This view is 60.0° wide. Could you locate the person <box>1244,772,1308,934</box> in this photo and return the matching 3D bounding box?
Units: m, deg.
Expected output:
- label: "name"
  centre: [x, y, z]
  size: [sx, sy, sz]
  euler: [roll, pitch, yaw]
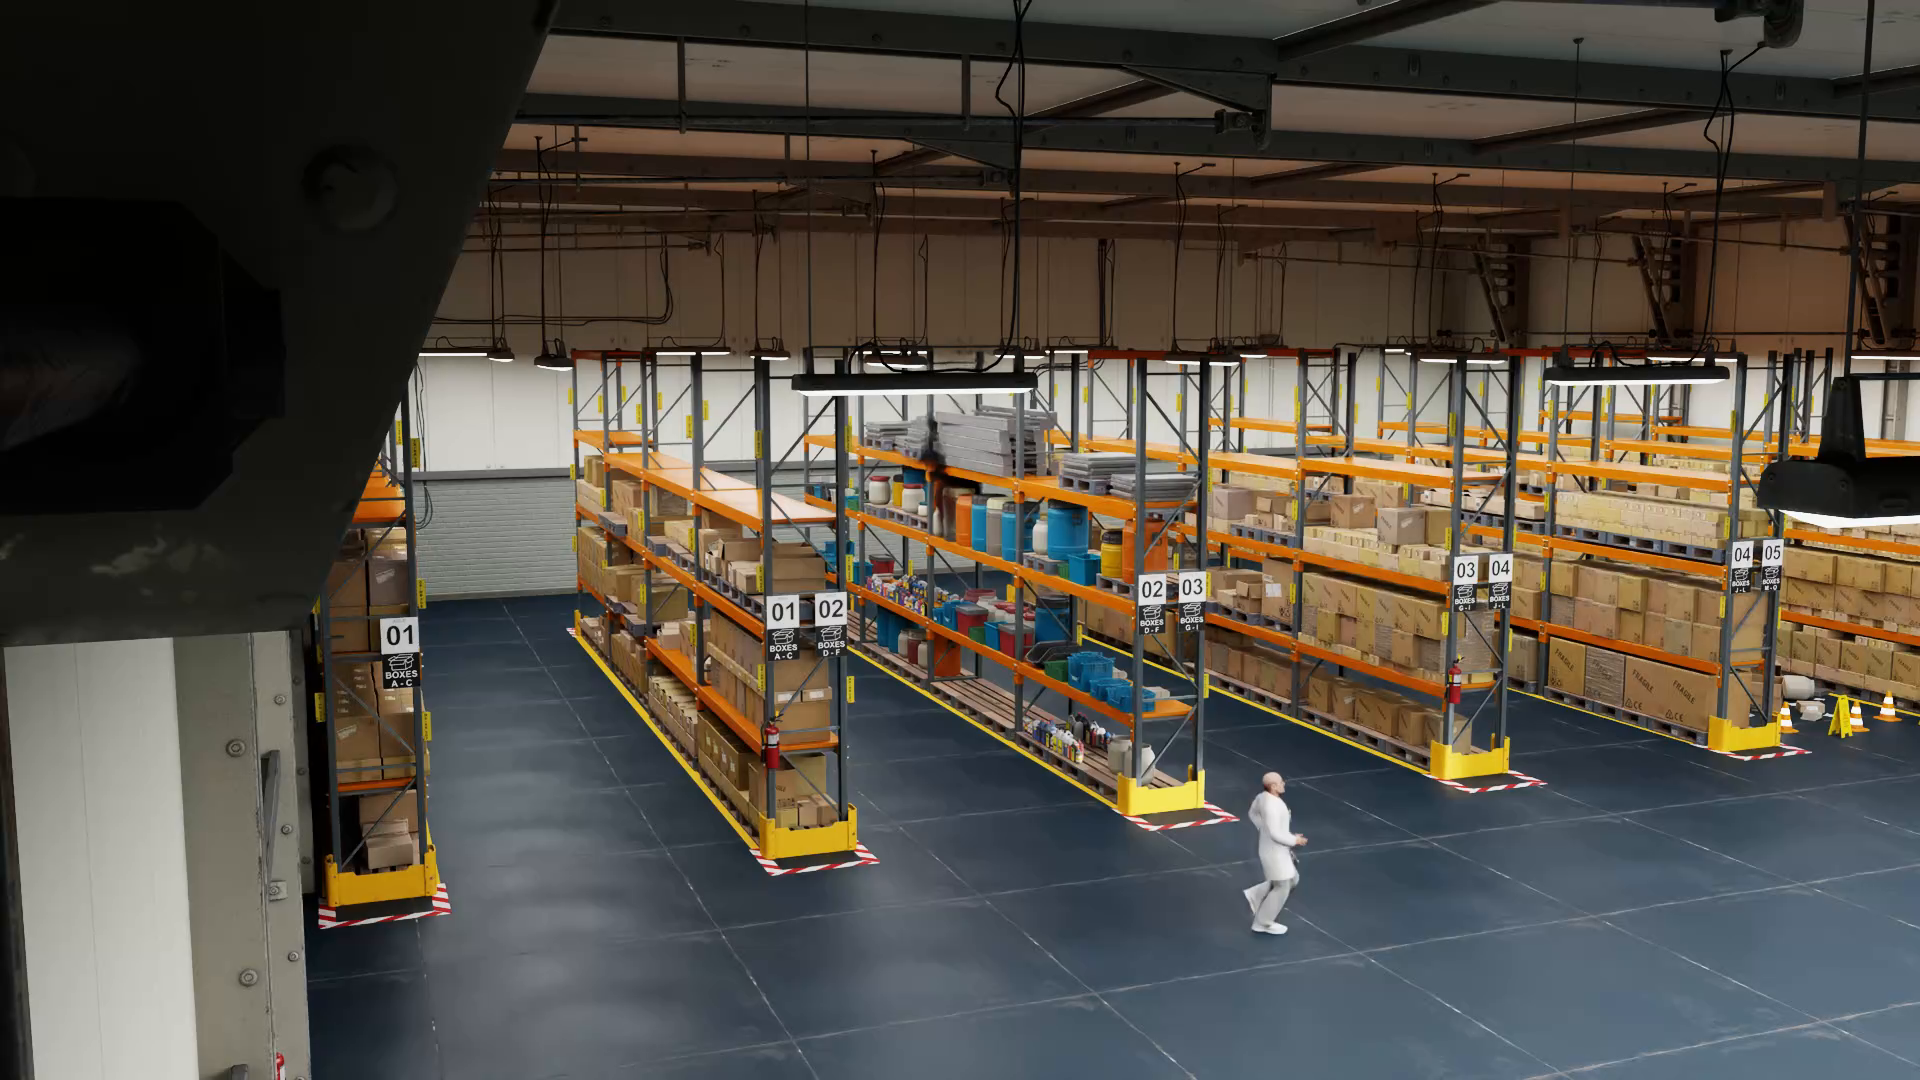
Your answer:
- label: "person"
  centre: [3.339, 3.299, 17.565]
  size: [0.631, 1.737, 0.705]
  euler: [0, 7, 2]
